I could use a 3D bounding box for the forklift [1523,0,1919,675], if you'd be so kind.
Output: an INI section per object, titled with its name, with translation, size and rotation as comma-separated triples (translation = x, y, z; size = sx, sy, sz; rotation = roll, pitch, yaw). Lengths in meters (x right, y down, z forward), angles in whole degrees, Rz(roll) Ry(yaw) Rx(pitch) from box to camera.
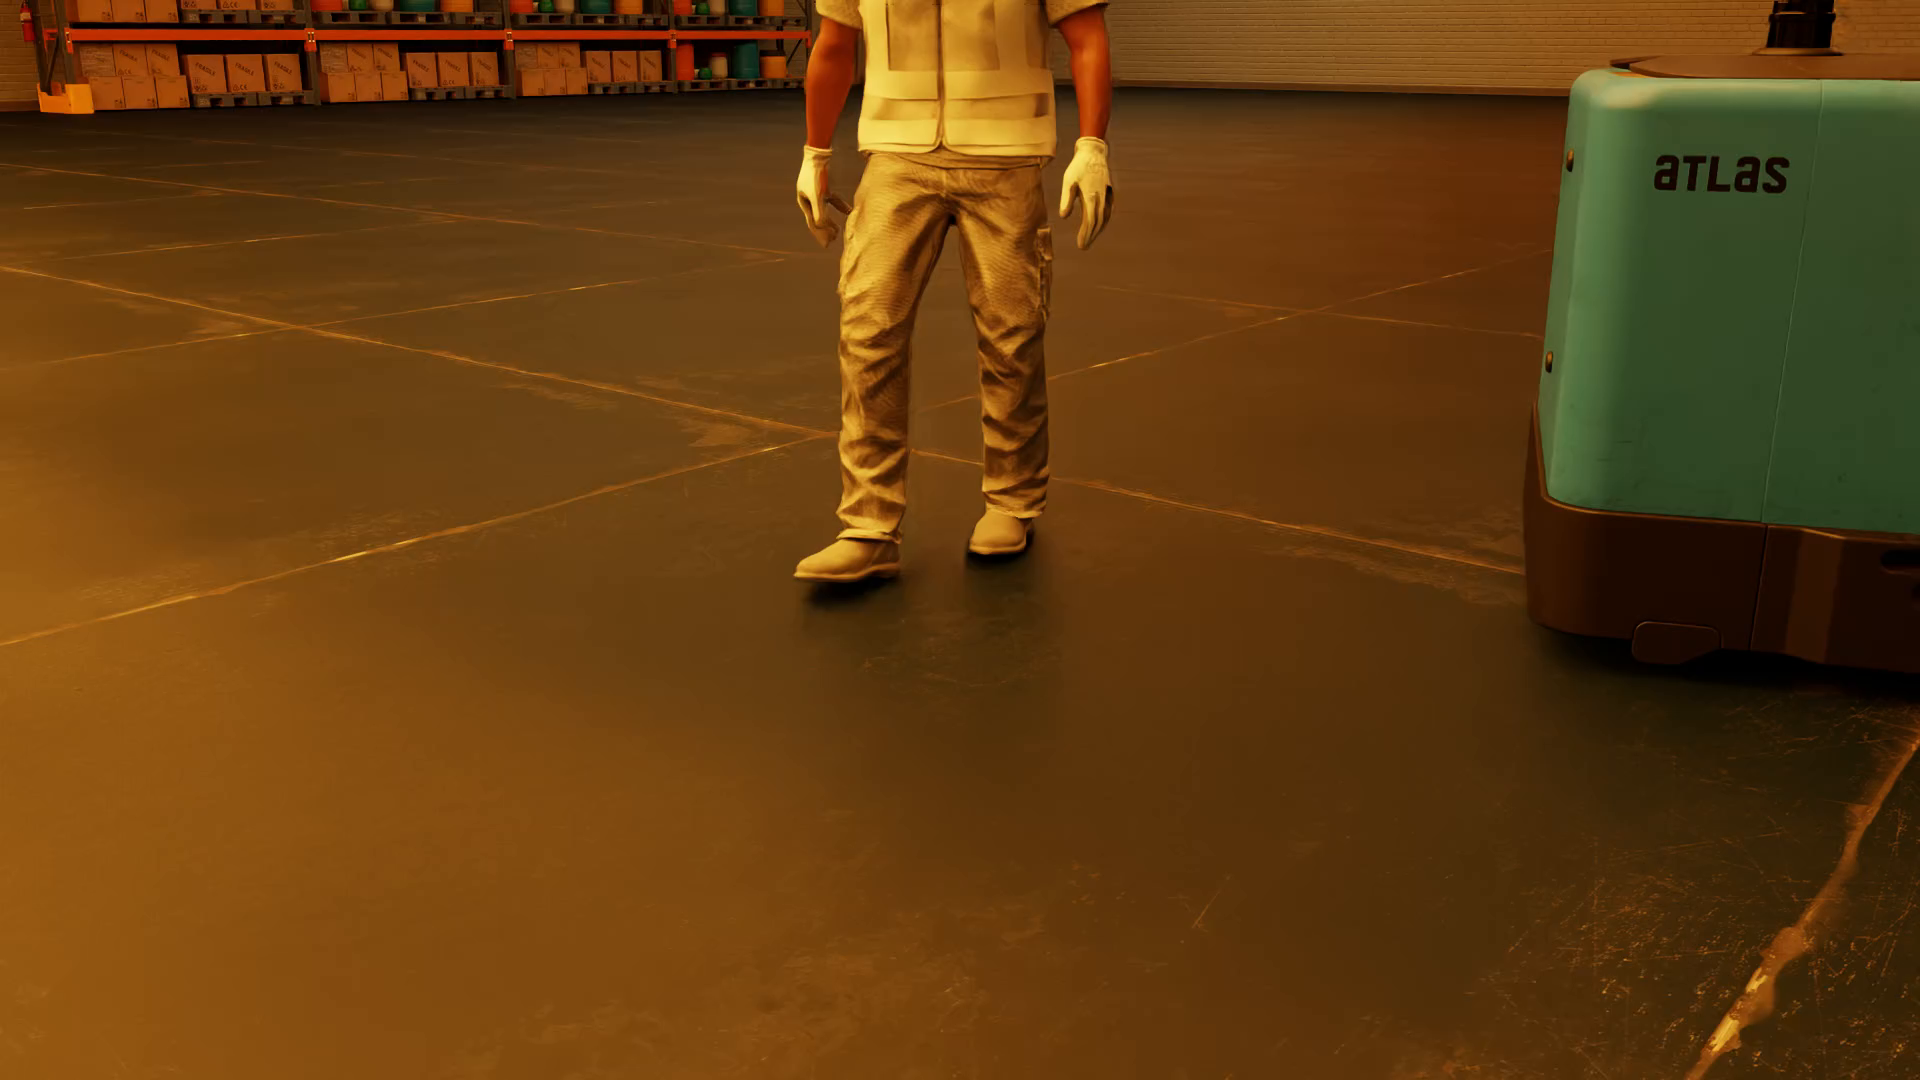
[forklift]
translation = 2.674, -1.178, 2.777
size = 3.031, 2.935, 1.130
rotation = 5, 18, 16

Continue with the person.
[person]
translation = -0.026, -0.777, 3.503
size = 0.717, 1.761, 0.643
rotation = 3, 17, 9
